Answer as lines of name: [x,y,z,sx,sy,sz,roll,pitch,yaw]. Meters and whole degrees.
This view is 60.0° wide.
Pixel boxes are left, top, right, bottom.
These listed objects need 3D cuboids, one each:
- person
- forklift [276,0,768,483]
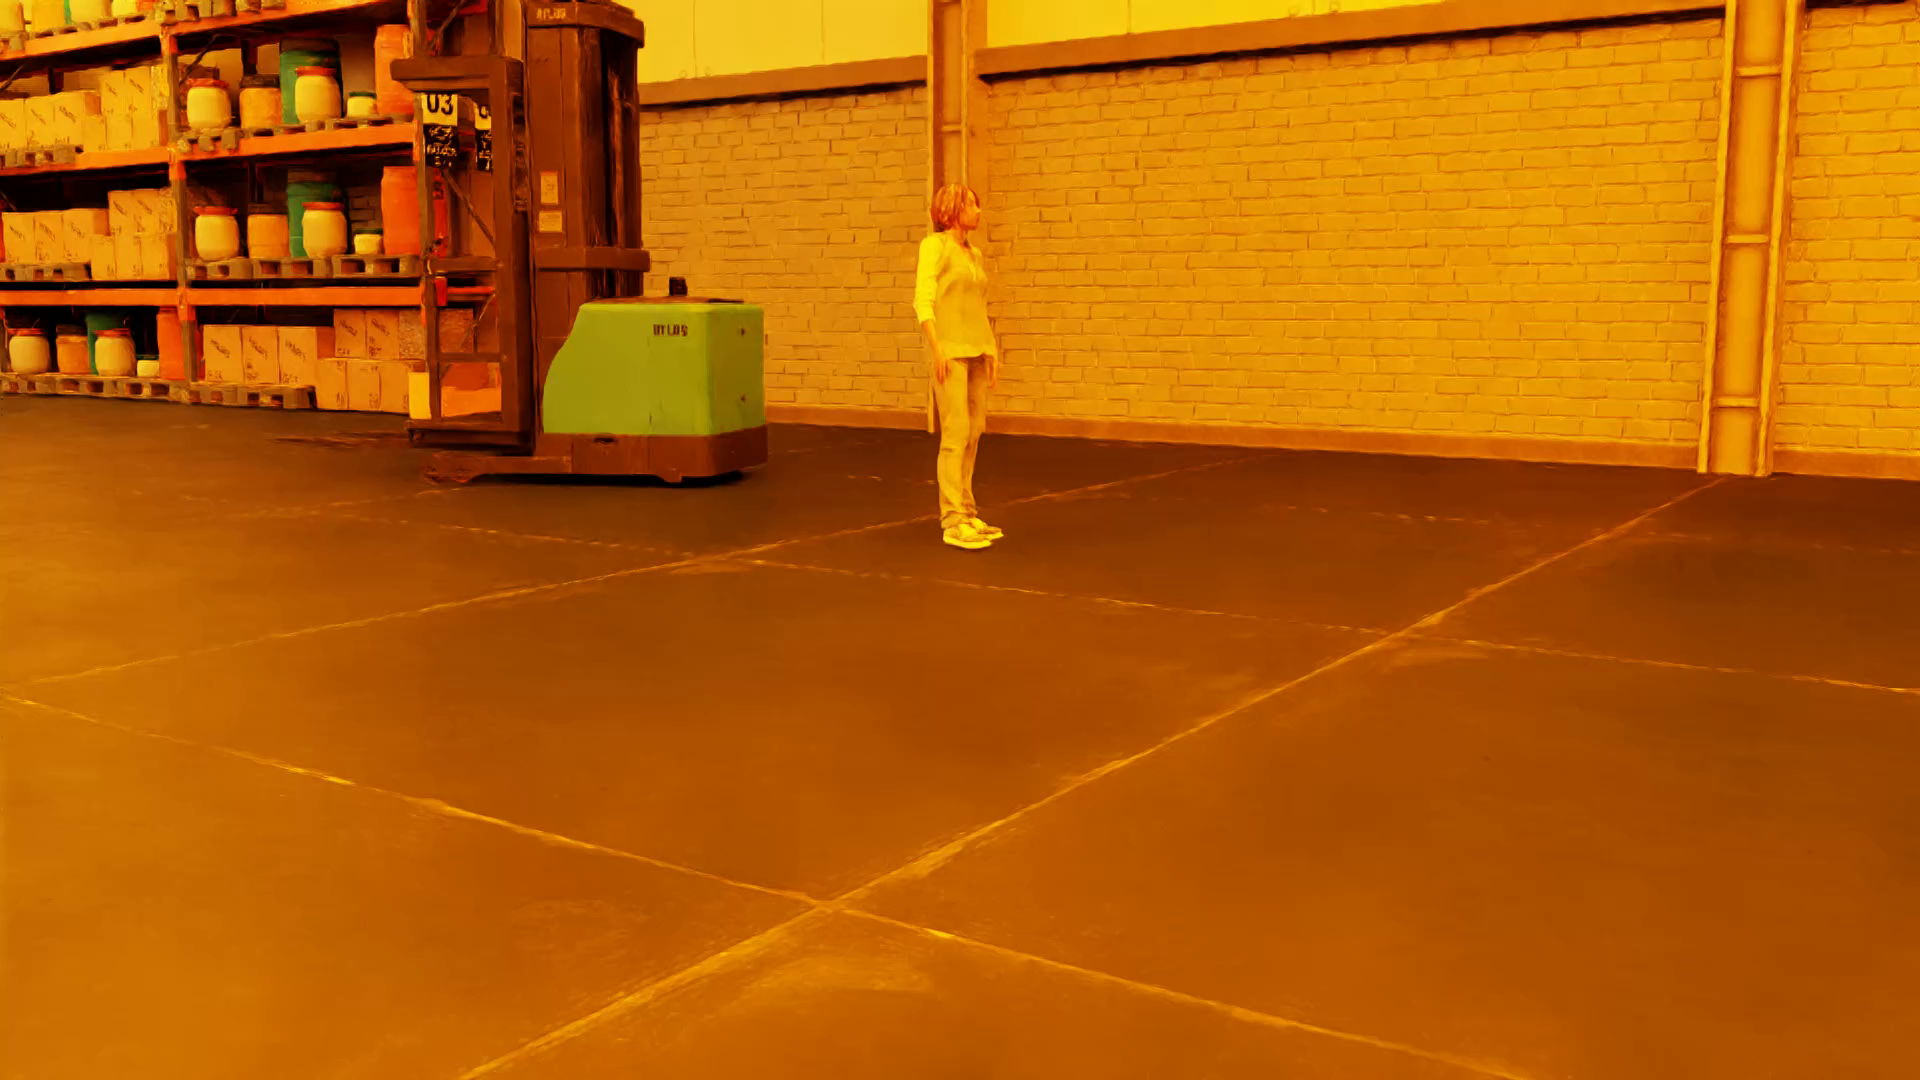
person: [0.054,-0.790,7.438,0.474,1.597,0.521,5,10,34]
forklift: [-2.799,-1.870,10.343,3.031,2.935,1.130,2,8,14]
